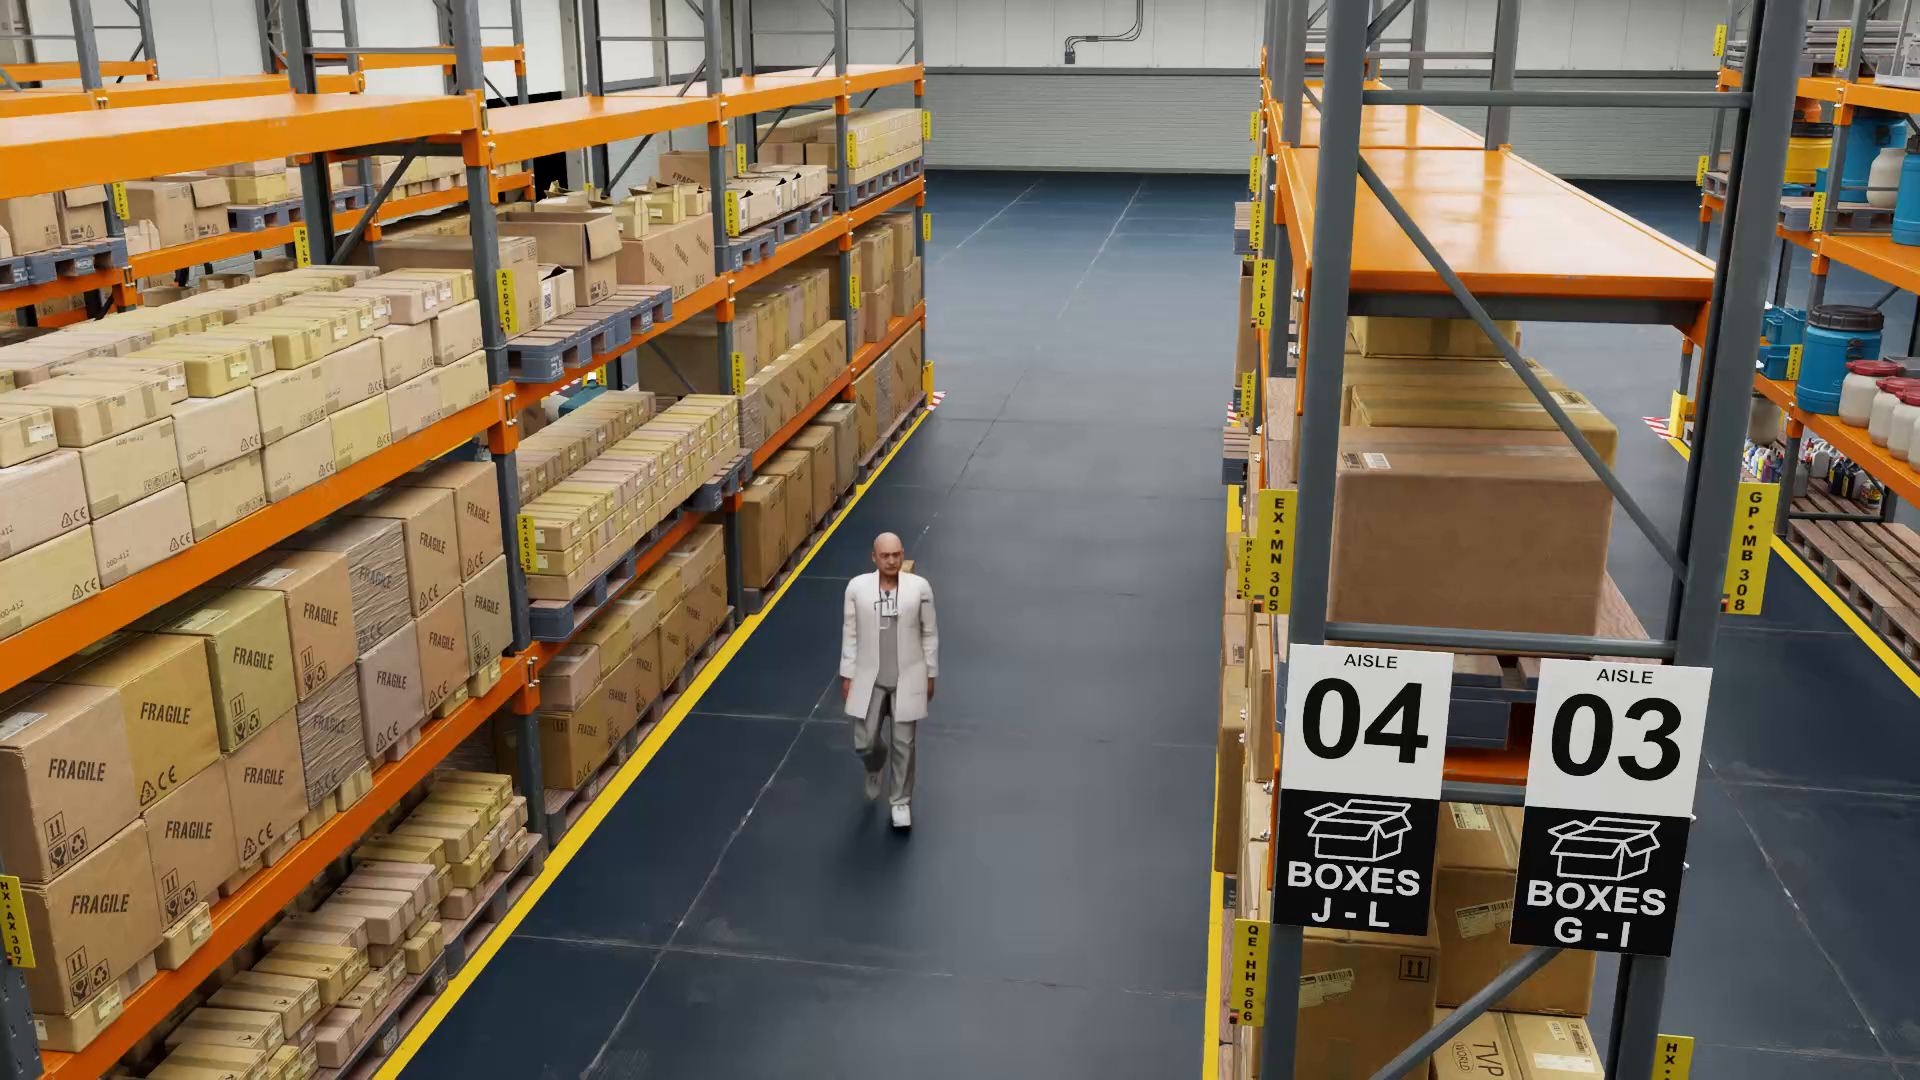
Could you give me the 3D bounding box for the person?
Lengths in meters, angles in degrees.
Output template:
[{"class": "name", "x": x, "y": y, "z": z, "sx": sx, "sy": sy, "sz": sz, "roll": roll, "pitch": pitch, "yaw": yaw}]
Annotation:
[{"class": "person", "x": -0.421, "y": 0.816, "z": 9.926, "sx": 0.598, "sy": 1.764, "sz": 0.577, "roll": 0, "pitch": 18, "yaw": 0}]
